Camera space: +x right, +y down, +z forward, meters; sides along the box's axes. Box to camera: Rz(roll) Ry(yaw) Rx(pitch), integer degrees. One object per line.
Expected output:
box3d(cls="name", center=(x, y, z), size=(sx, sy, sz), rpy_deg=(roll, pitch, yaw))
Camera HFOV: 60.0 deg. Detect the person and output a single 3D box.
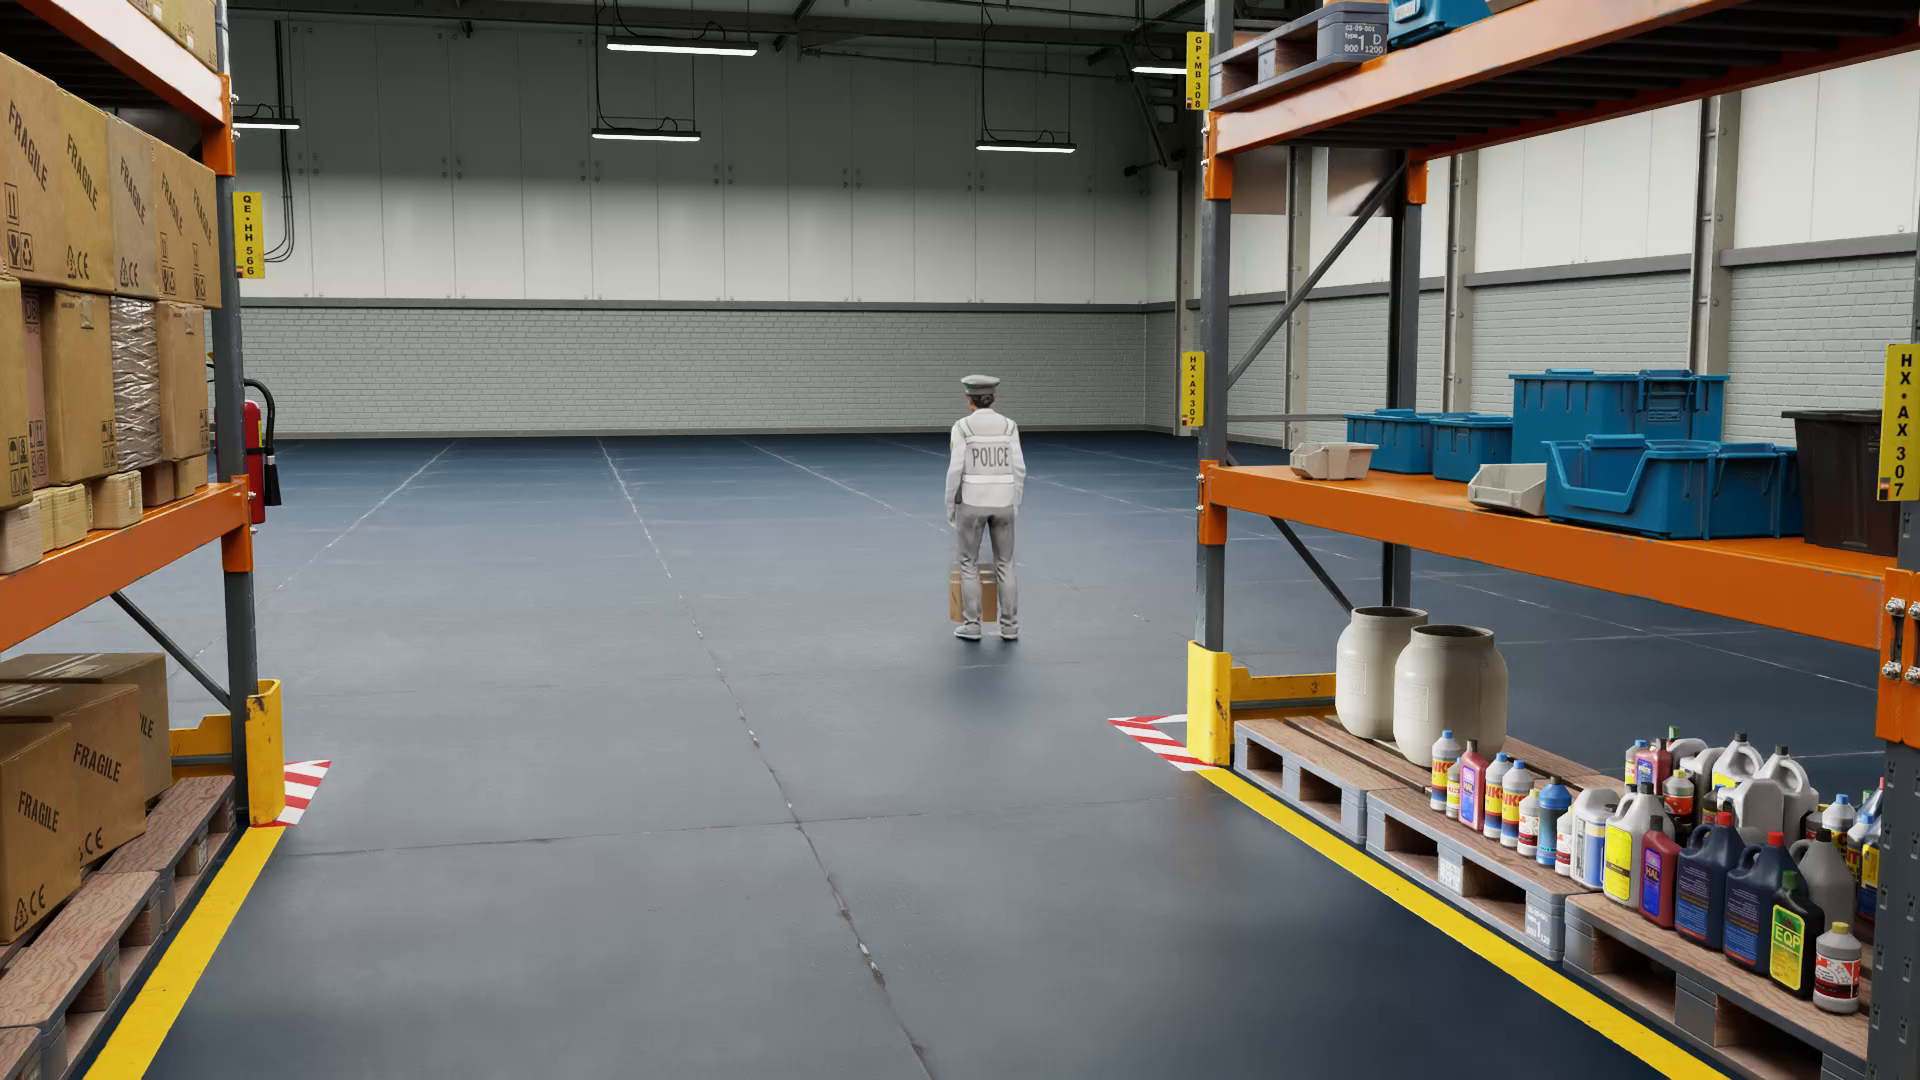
box3d(cls="person", center=(0.149, -0.199, 10.481), size=(0.513, 1.665, 0.411), rpy_deg=(-2, 6, -16))
